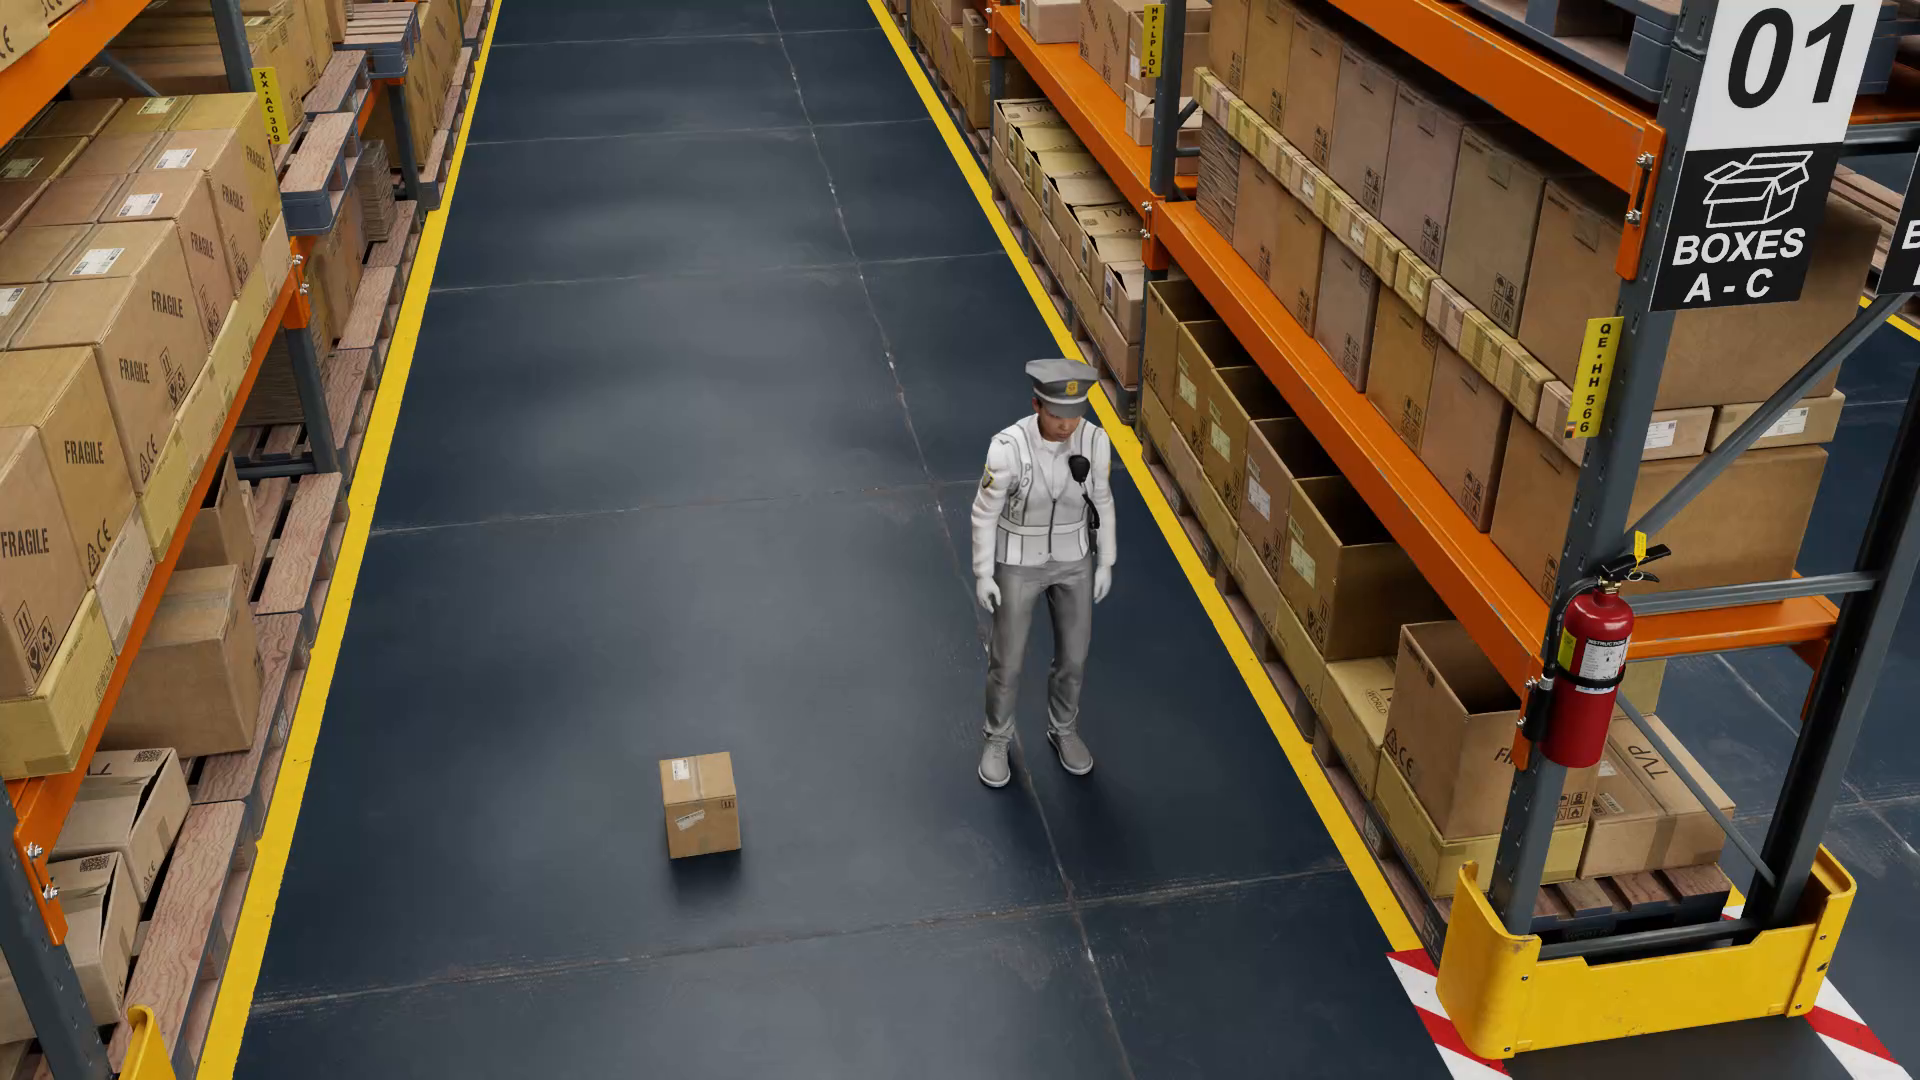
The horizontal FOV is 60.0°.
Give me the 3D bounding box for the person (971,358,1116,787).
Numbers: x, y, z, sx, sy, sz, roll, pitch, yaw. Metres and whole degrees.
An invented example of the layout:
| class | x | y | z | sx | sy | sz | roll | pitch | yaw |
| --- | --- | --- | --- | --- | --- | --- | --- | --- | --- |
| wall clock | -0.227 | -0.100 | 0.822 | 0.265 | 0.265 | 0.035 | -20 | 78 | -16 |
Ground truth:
| class | x | y | z | sx | sy | sz | roll | pitch | yaw |
| --- | --- | --- | --- | --- | --- | --- | --- | --- | --- |
| person | 0.303 | 0.106 | 5.952 | 0.526 | 1.663 | 0.374 | -6 | 31 | -10 |
